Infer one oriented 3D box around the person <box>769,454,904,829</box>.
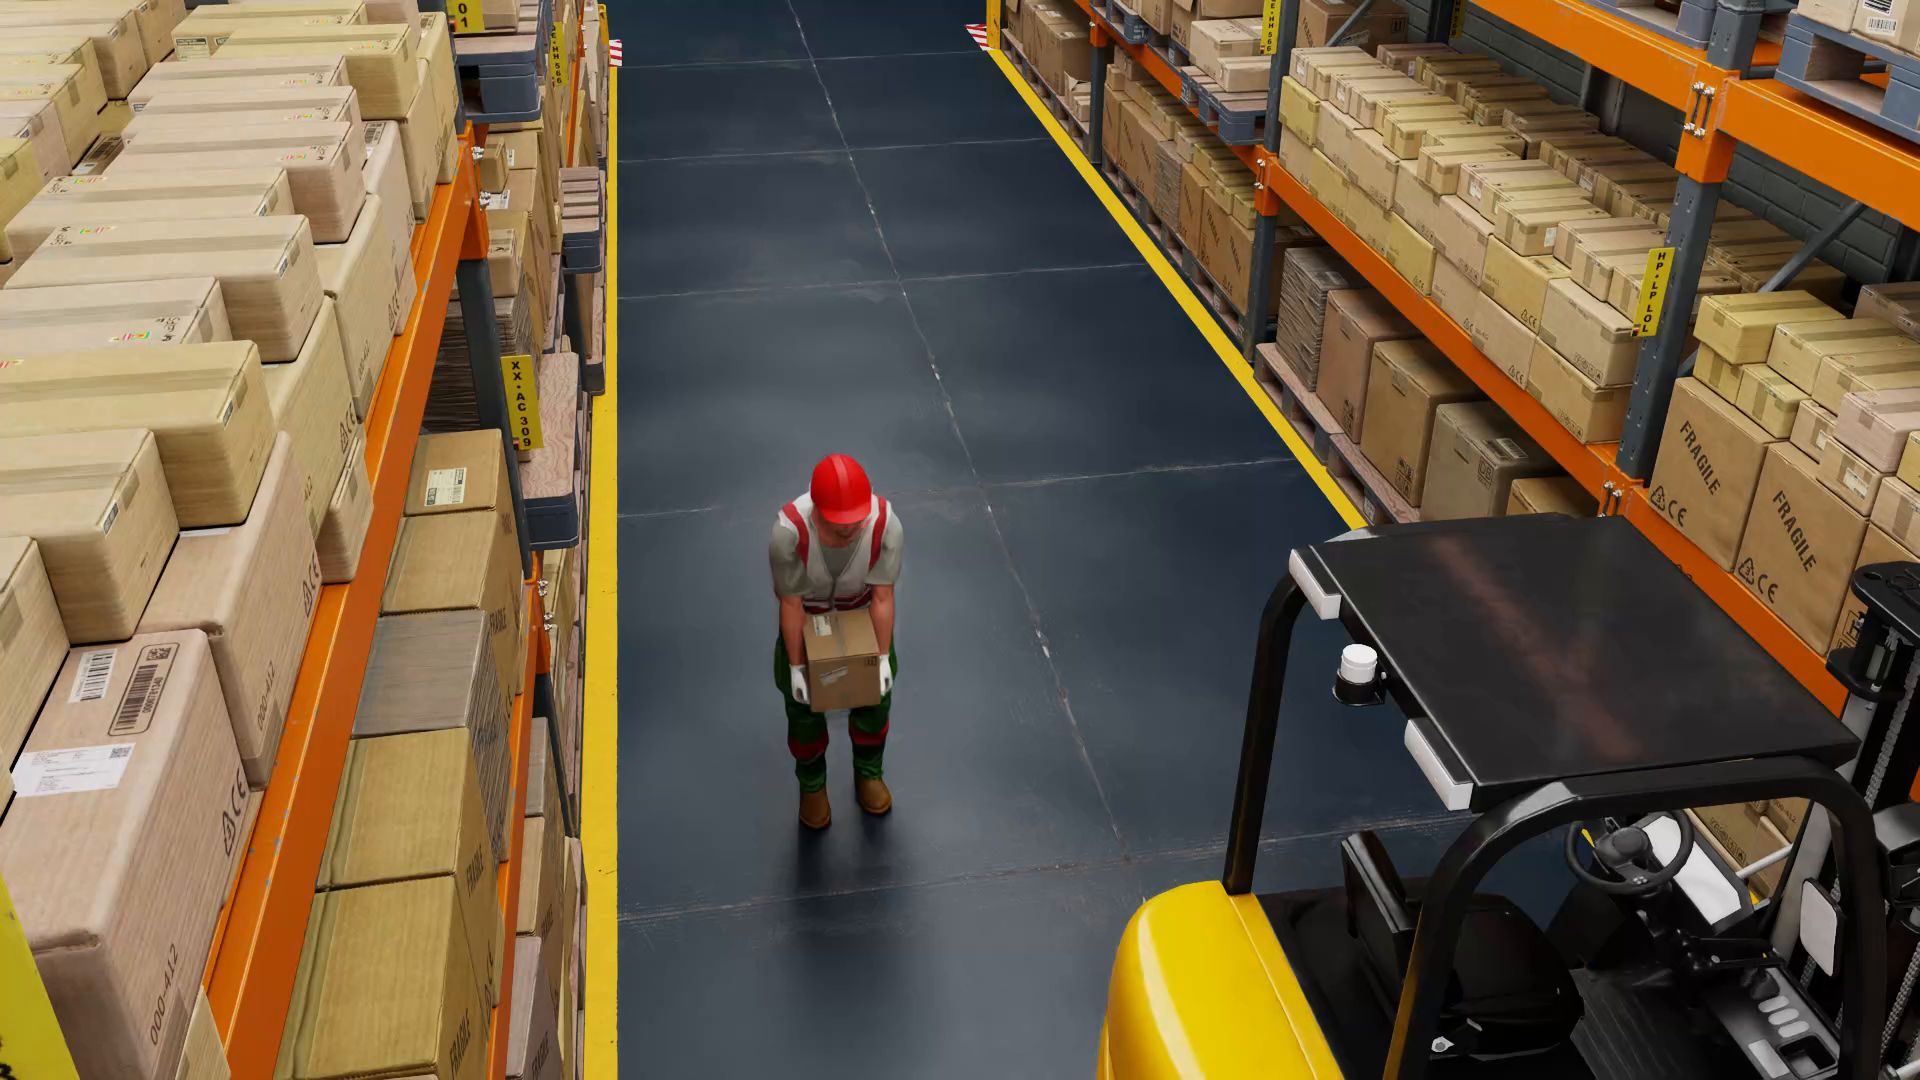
[{"bbox_3d":[-0.445,0.357,6.114,0.483,1.671,0.687,-6,31,-10],"label":"person"}]
